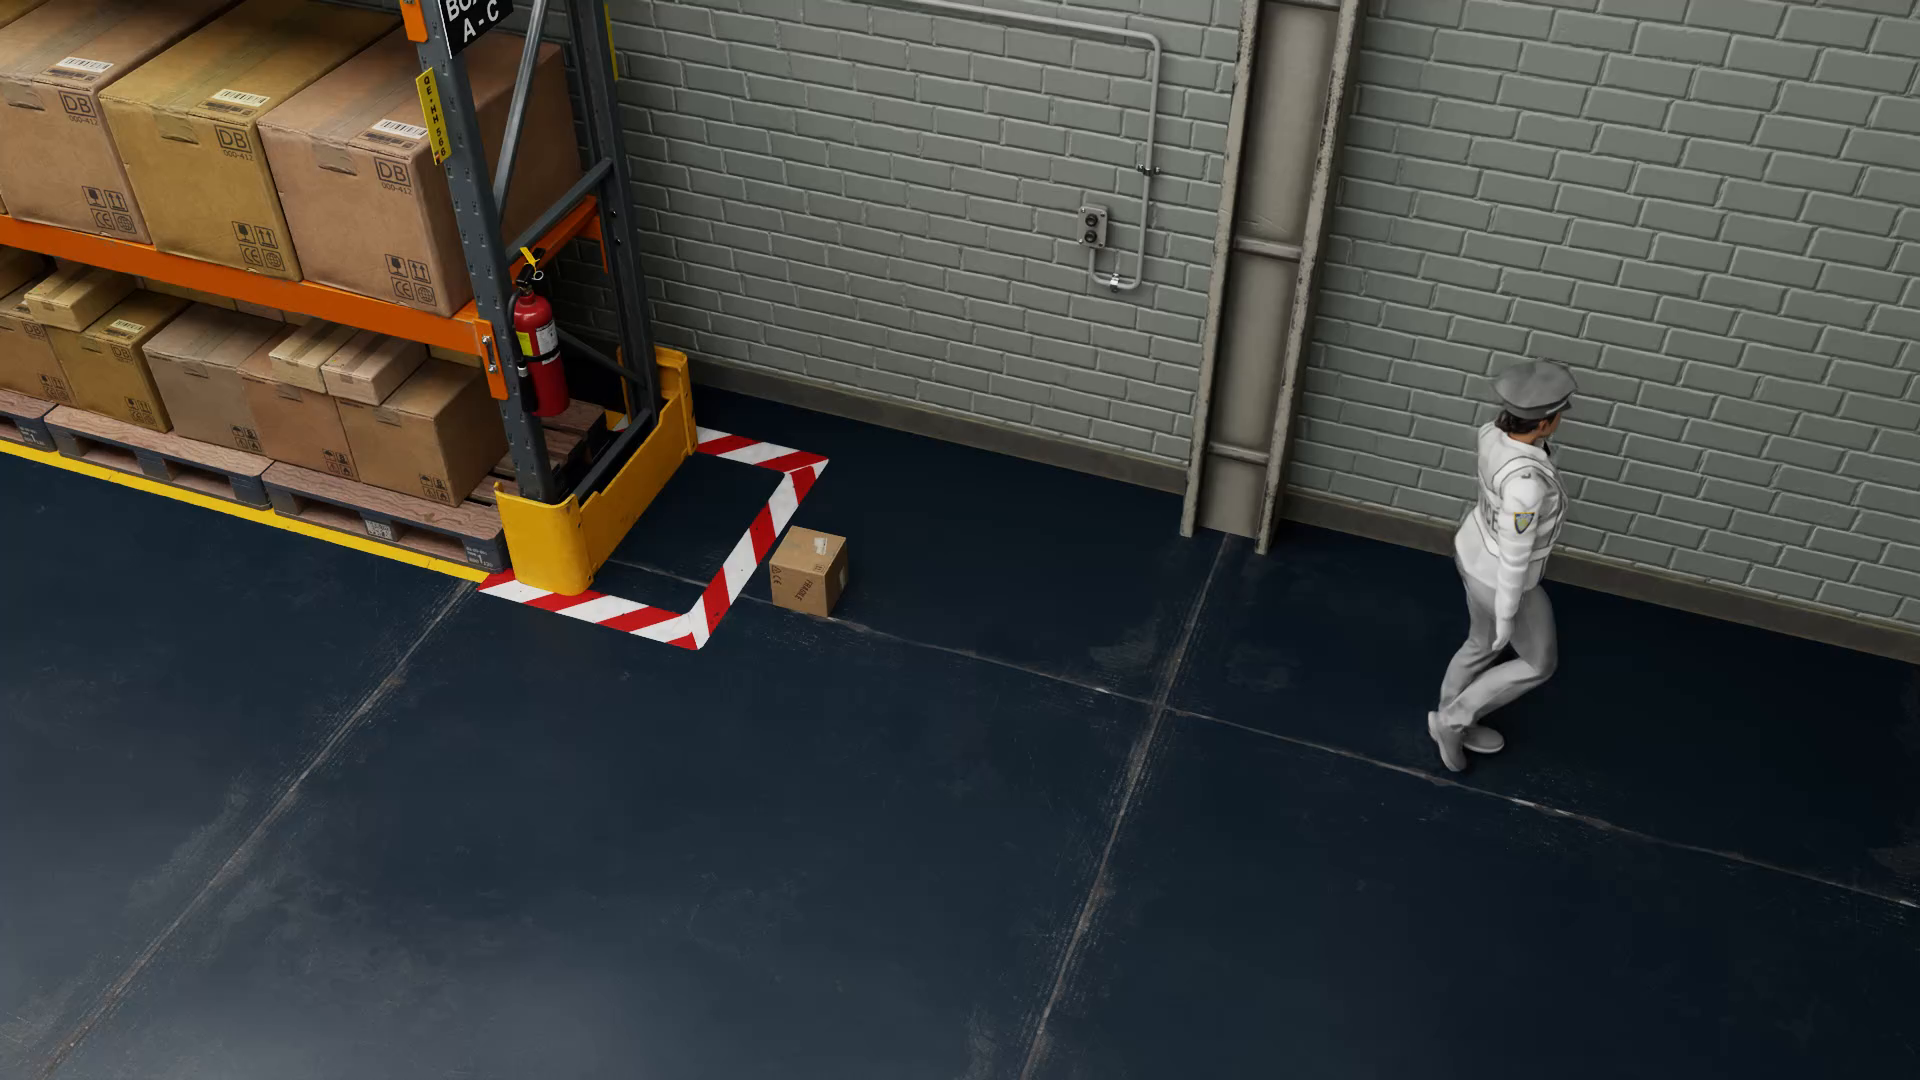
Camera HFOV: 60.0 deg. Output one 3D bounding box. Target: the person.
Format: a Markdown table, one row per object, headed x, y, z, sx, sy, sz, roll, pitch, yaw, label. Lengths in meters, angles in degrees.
| x | y | z | sx | sy | sz | roll | pitch | yaw | label |
| --- | --- | --- | --- | --- | --- | --- | --- | --- | --- |
| 1.974 | 0.122 | 5.988 | 0.426 | 1.655 | 0.544 | 0 | 42 | 0 | person |
